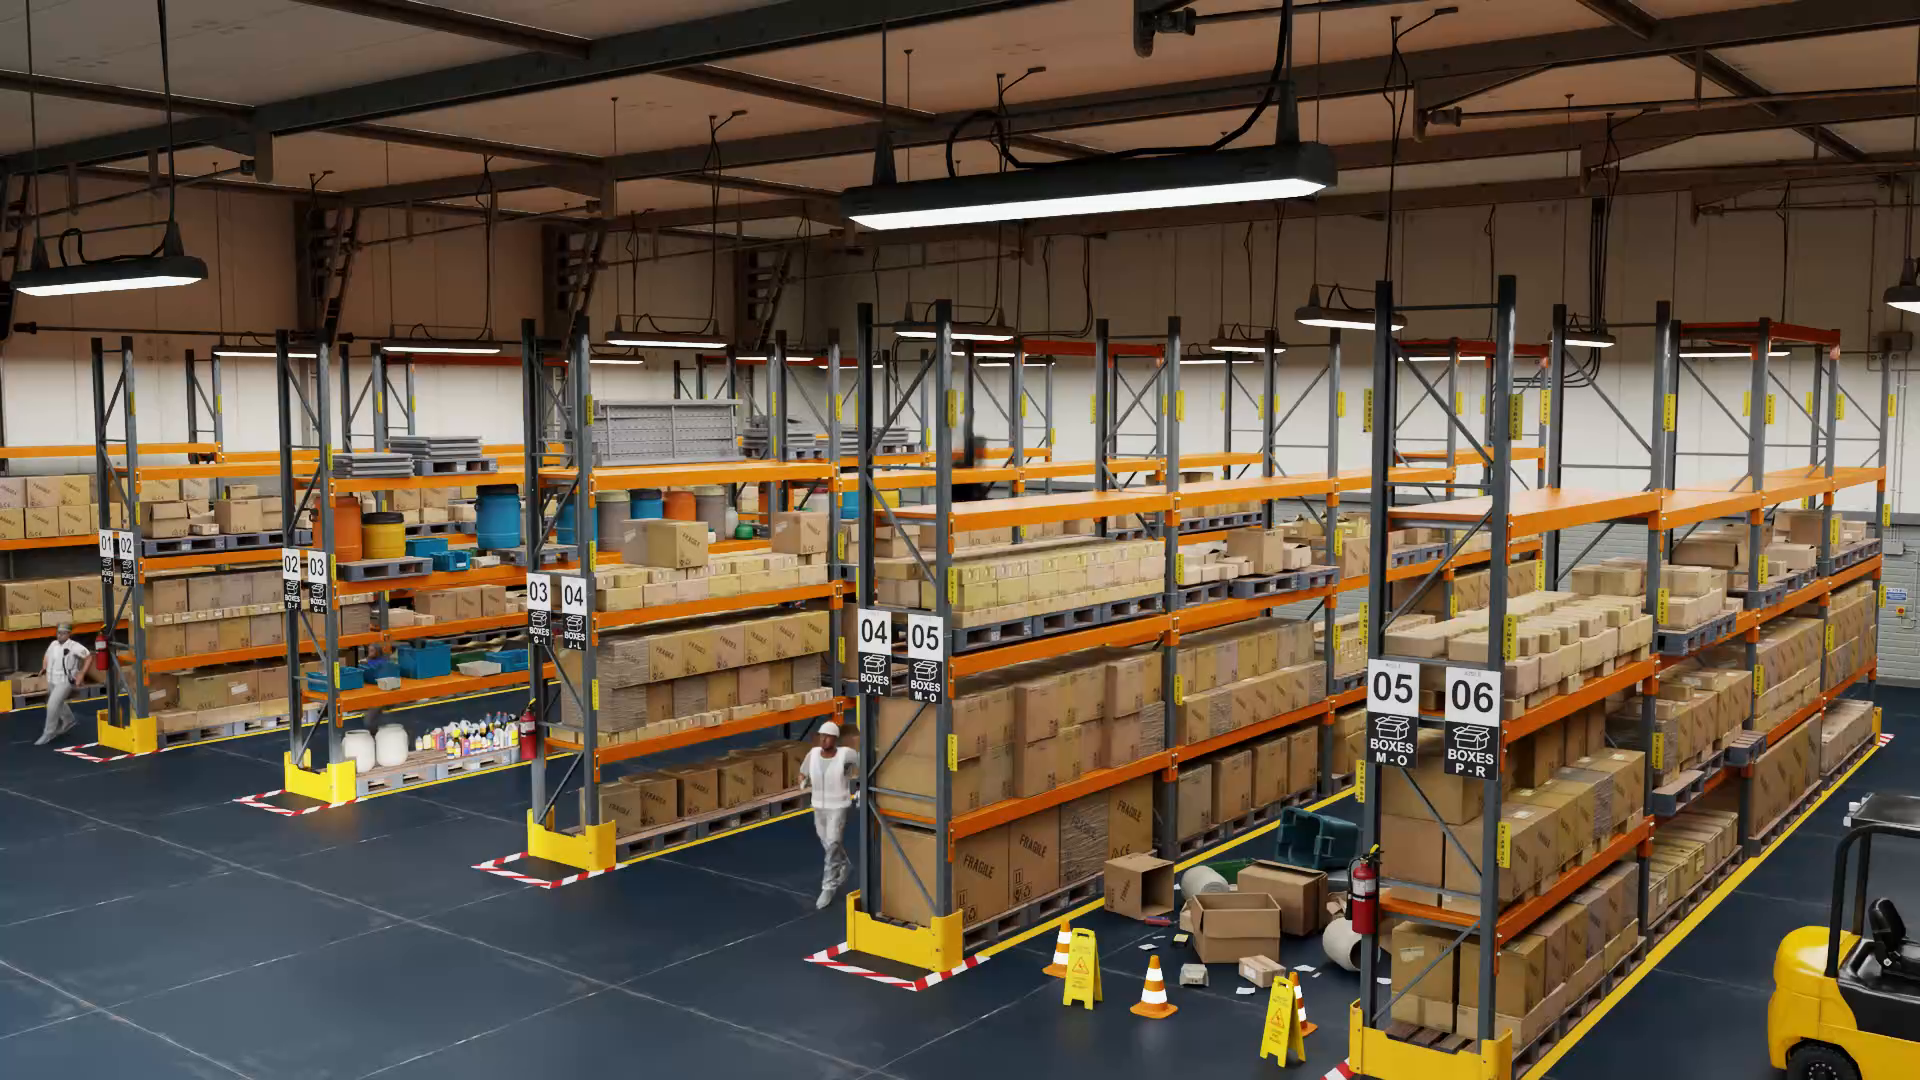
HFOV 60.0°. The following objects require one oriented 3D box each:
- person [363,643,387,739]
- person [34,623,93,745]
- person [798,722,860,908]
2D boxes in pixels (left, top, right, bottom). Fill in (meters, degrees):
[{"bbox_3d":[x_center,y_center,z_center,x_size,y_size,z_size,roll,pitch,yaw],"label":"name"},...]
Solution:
[{"bbox_3d":[-8.336,2.301,23.682,0.542,1.630,0.671,4,6,37],"label":"person"},{"bbox_3d":[-13.455,2.133,24.914,0.739,1.807,0.855,2,5,20],"label":"person"},{"bbox_3d":[-1.325,2.770,17.125,0.696,1.827,0.871,2,6,26],"label":"person"}]
